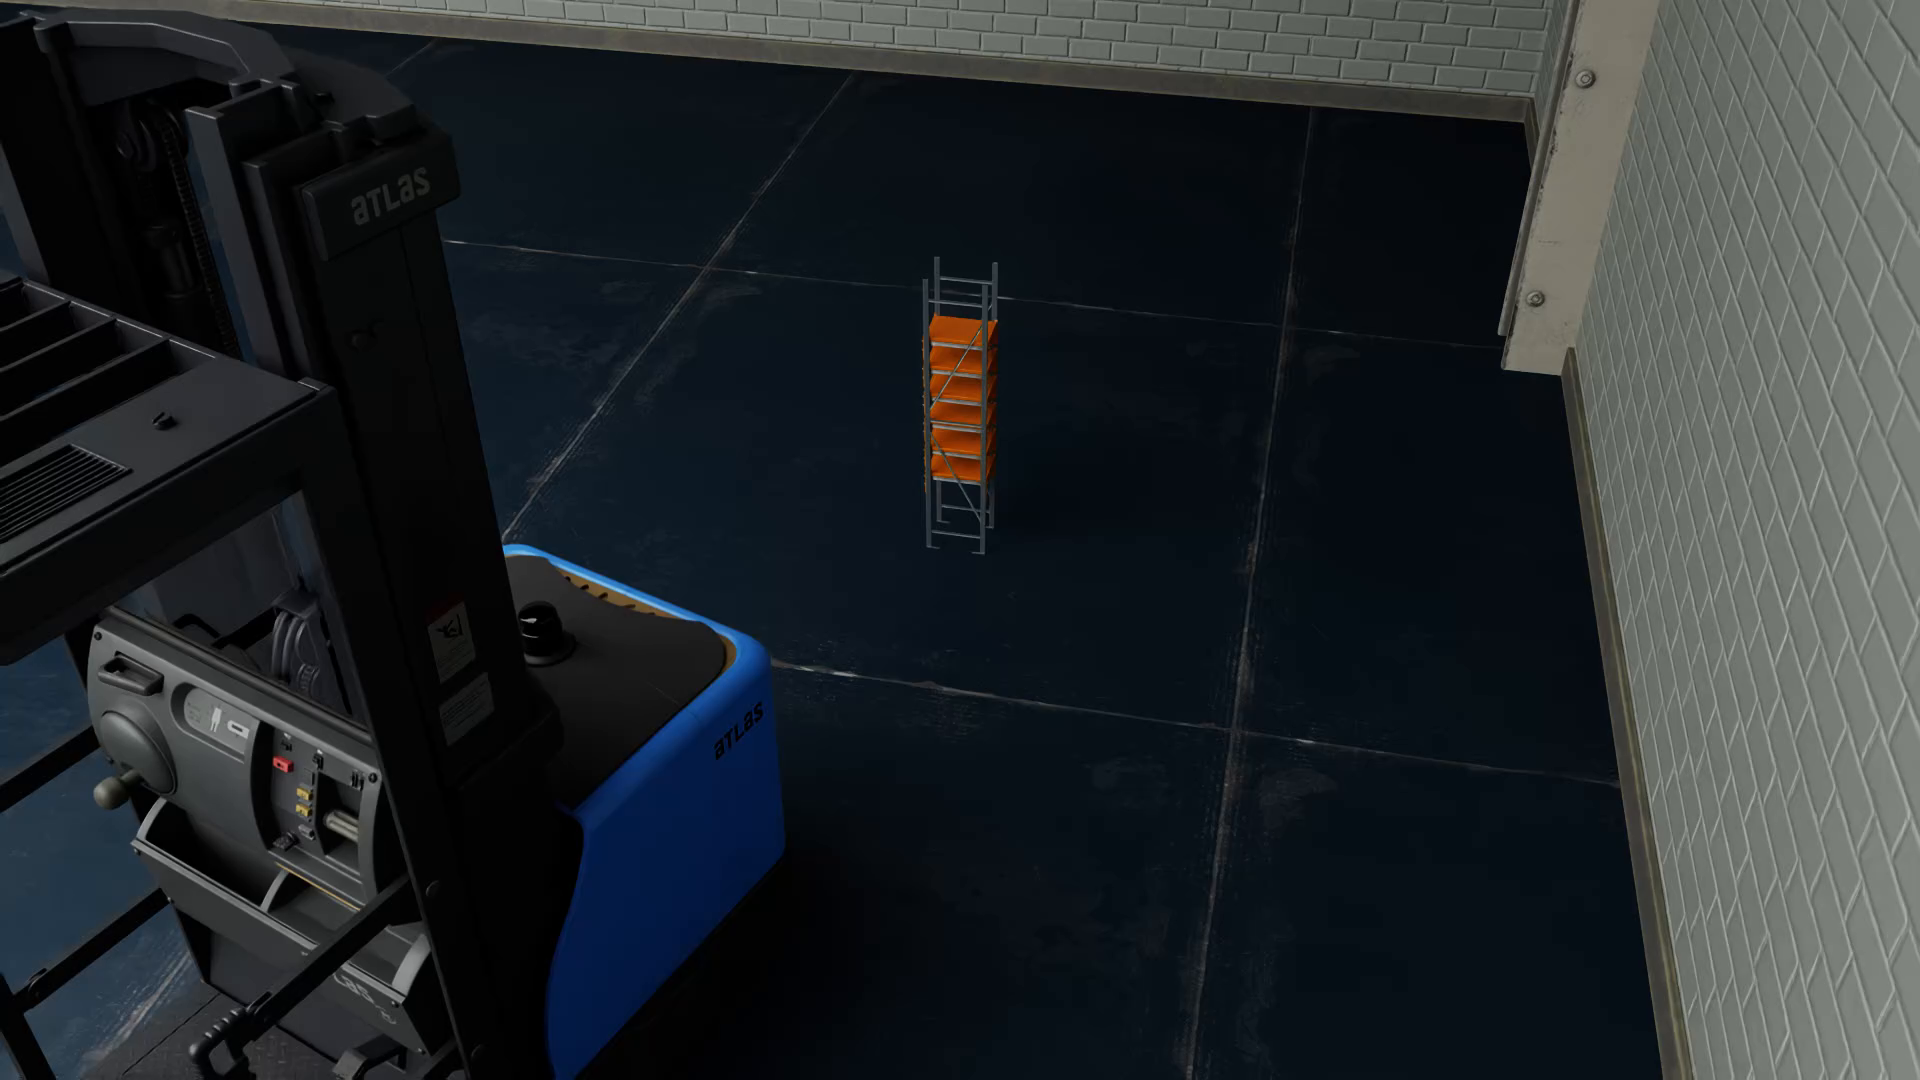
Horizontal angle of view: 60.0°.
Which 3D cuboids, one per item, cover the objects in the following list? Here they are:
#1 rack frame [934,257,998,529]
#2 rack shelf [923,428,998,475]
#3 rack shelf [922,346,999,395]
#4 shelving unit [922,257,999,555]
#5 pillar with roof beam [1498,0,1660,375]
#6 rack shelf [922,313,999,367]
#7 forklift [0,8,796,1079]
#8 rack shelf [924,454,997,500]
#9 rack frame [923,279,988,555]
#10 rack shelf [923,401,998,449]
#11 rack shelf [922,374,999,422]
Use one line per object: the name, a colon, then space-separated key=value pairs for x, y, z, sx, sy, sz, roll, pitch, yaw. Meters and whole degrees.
rack frame: x=0.023 y=-0.547 z=6.482 sx=0.240 sy=1.200 sz=0.006 roll=7 pitch=37 yaw=10
rack shelf: x=0.003 y=-0.361 z=6.506 sx=0.258 sy=0.103 sz=0.180 roll=7 pitch=37 yaw=10
rack shelf: x=0.003 y=-0.652 z=6.295 sx=0.258 sy=0.103 sz=0.180 roll=7 pitch=37 yaw=10
shelving unit: x=0.003 y=-0.494 z=6.409 sx=0.258 sy=1.200 sz=0.189 roll=7 pitch=37 yaw=10
pillar with roof beam: x=-1.452 y=-5.086 z=6.099 sx=9.100 sy=9.000 sz=0.400 roll=7 pitch=37 yaw=10
rack shelf: x=0.003 y=-0.750 z=6.224 sx=0.258 sy=0.103 sz=0.180 roll=7 pitch=37 yaw=10
forklift: x=-1.698 y=0.557 z=3.484 sx=1.130 sy=2.935 sz=3.031 roll=20 pitch=40 yaw=25
rack shelf: x=0.003 y=-0.264 z=6.576 sx=0.258 sy=0.103 sz=0.180 roll=7 pitch=37 yaw=10
rack frame: x=-0.016 y=-0.442 z=6.337 sx=0.240 sy=1.200 sz=0.006 roll=7 pitch=37 yaw=10
rack shelf: x=0.003 y=-0.458 z=6.435 sx=0.258 sy=0.103 sz=0.180 roll=7 pitch=37 yaw=10
rack shelf: x=0.003 y=-0.555 z=6.365 sx=0.258 sy=0.103 sz=0.180 roll=7 pitch=37 yaw=10
